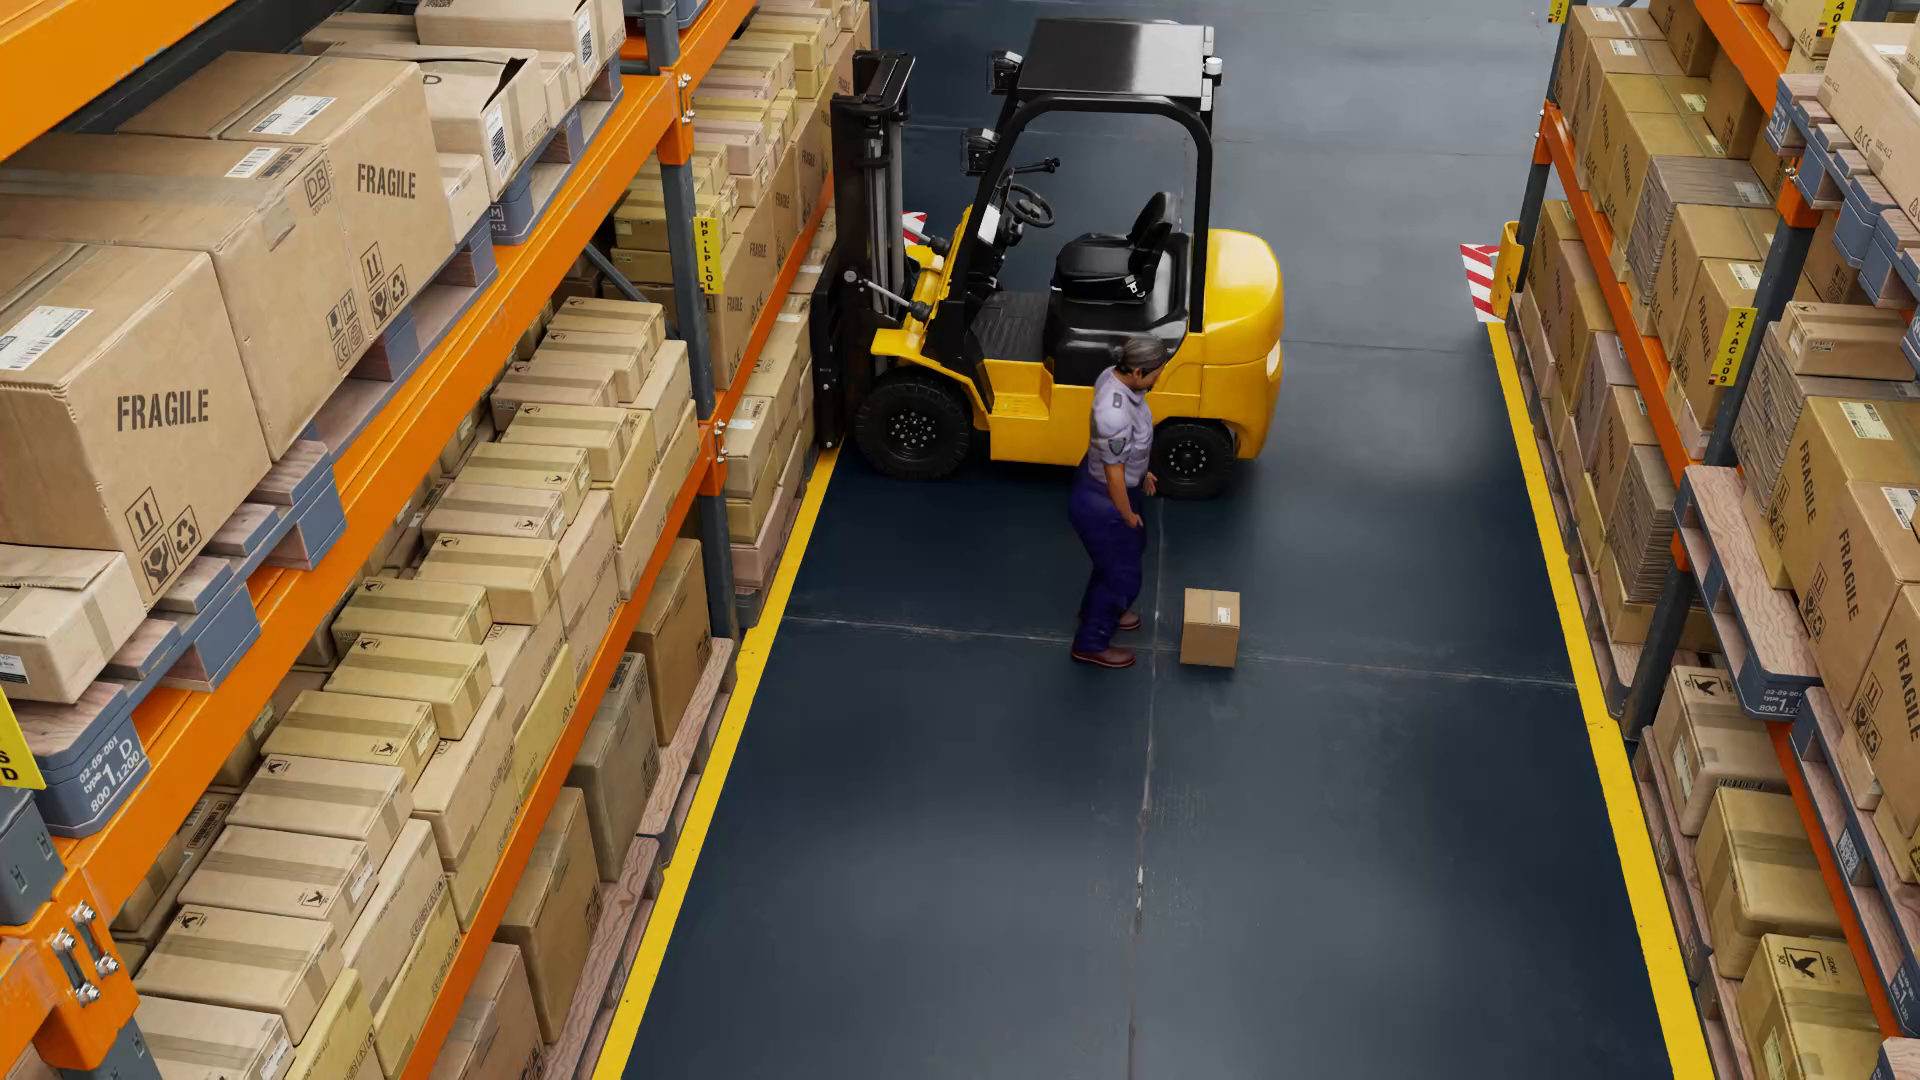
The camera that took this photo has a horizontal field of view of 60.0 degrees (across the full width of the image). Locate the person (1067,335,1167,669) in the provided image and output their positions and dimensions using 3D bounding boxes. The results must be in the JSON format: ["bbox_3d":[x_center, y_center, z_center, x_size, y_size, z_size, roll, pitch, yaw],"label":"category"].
[{"bbox_3d":[0.675,-0.194,7.353,0.378,1.615,0.493,5,37,7],"label":"person"}]
